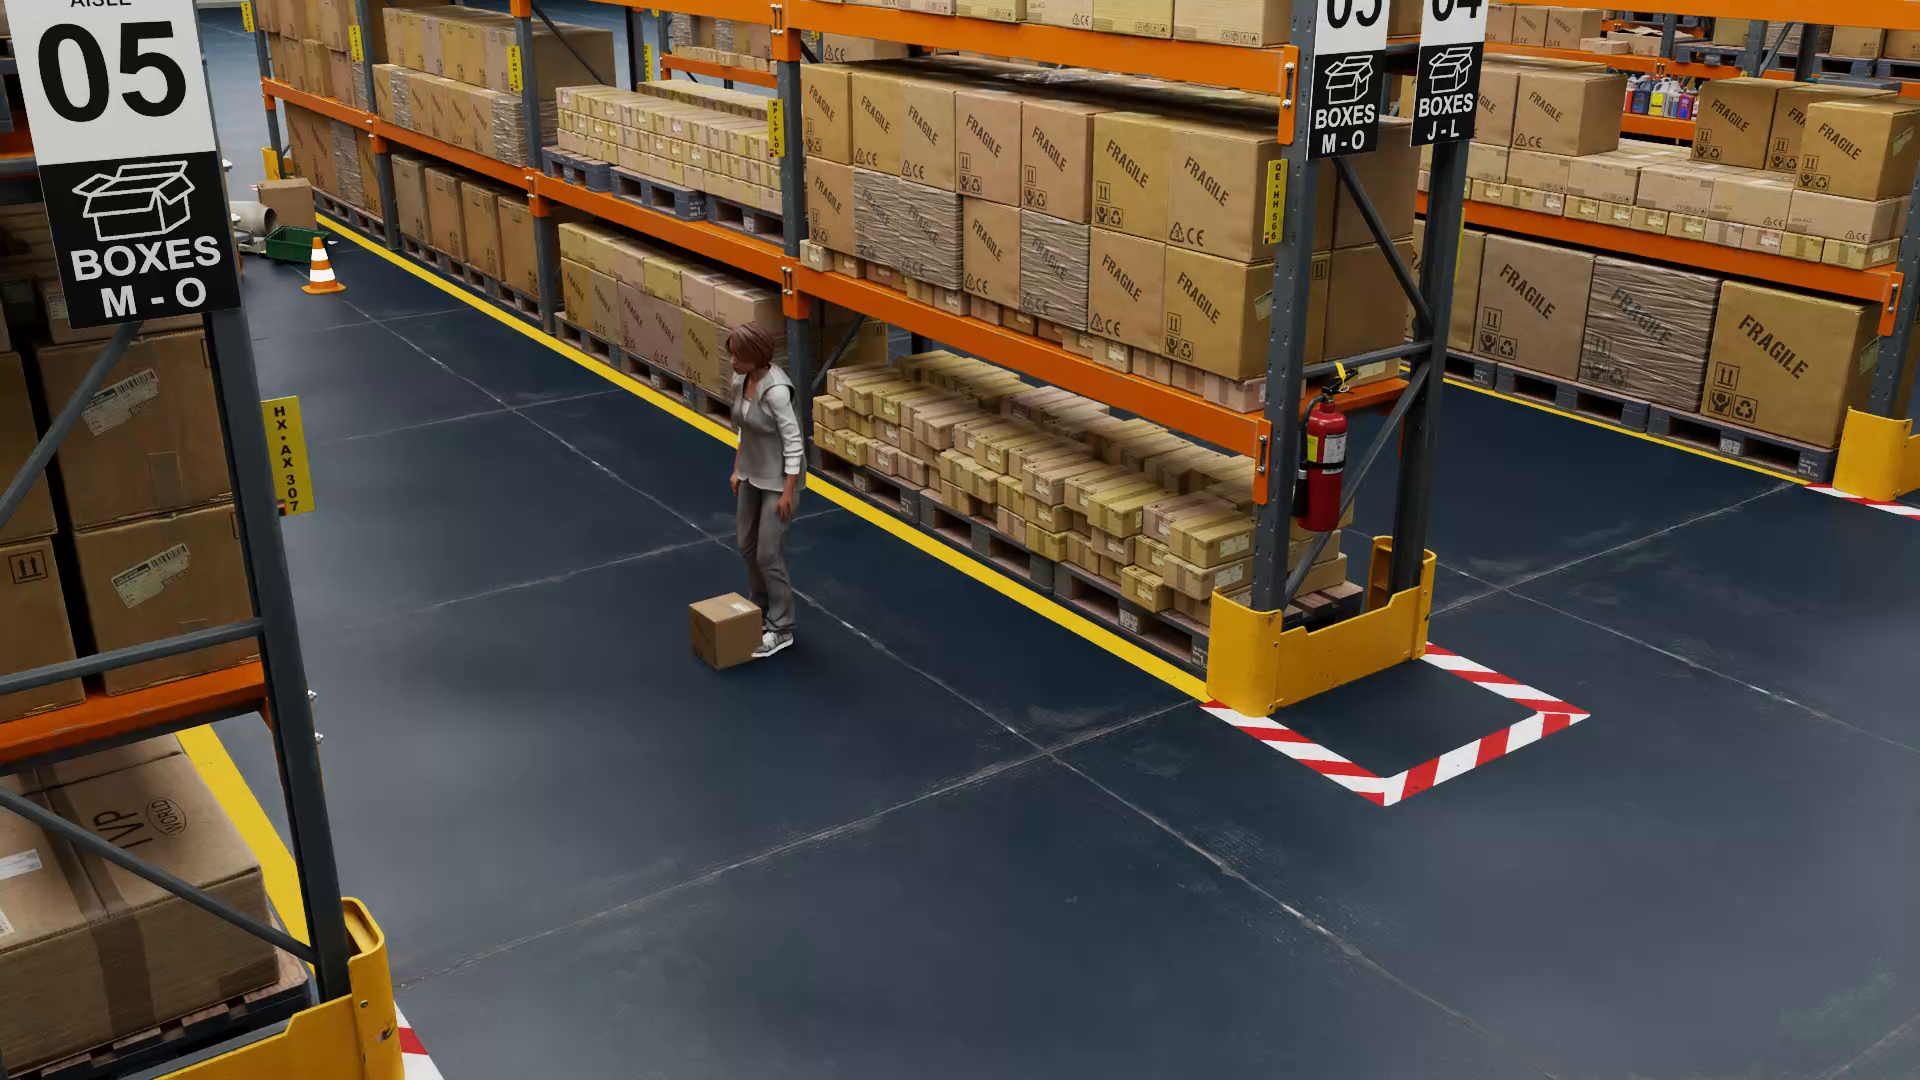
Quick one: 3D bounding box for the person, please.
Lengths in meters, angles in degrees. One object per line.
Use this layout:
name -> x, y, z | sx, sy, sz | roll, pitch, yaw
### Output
person -> -0.916, -0.246, 7.723 | 0.378, 1.591, 0.482 | -17, 27, -36
